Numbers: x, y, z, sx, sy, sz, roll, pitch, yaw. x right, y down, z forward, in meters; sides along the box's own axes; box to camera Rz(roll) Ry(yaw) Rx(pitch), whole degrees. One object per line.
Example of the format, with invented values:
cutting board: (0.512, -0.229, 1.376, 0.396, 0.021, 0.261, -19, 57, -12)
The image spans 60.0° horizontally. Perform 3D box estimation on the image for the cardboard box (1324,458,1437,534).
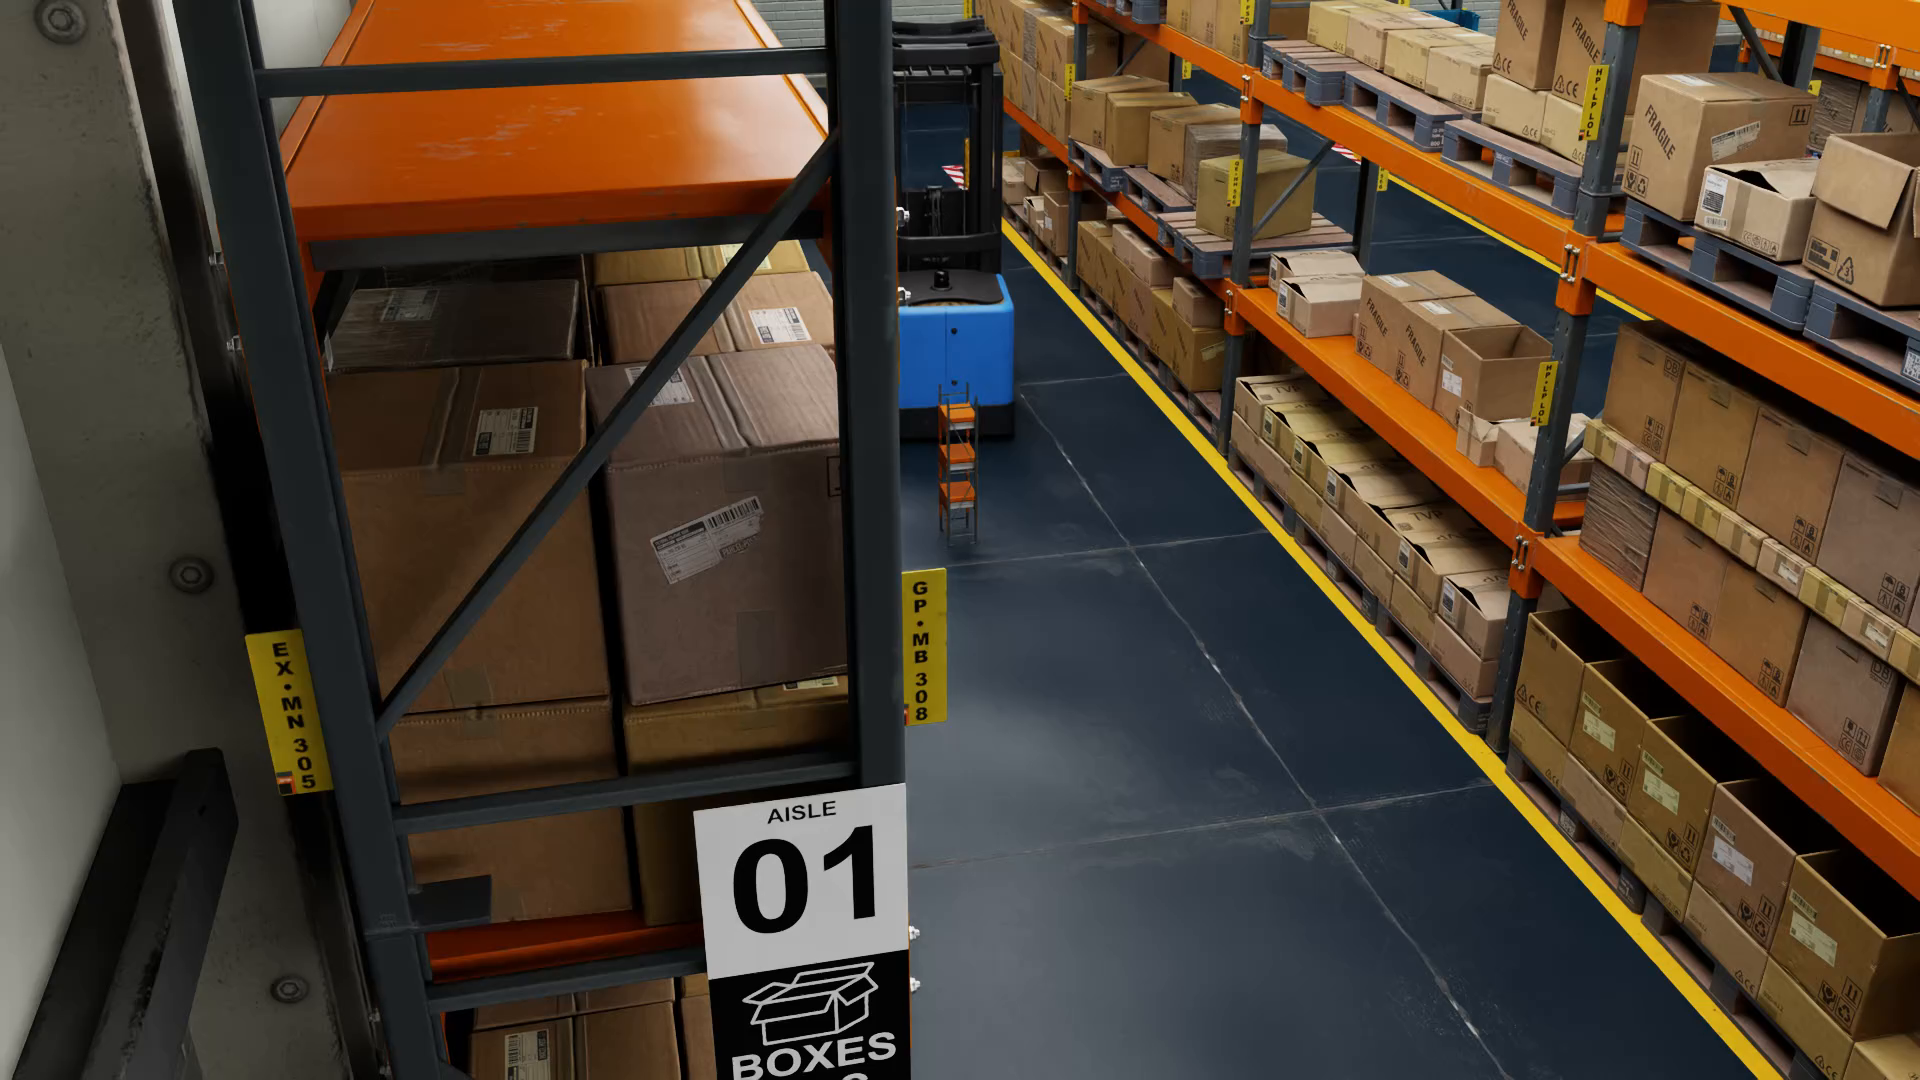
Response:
cardboard box: (2.608, -0.302, 10.329, 0.500, 0.311, 0.500, -6, 27, -12)

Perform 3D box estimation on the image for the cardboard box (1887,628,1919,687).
cardboard box: (3.658, 0.430, 6.084, 0.380, 0.149, 0.250, -5, 27, -10)

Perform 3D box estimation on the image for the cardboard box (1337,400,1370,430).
cardboard box: (2.902, -0.809, 11.333, 0.500, 0.311, 0.500, -6, 27, -12)

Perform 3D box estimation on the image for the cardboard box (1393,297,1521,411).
cardboard box: (2.933, -1.109, 9.855, 0.500, 0.500, 0.500, -6, 27, -12)

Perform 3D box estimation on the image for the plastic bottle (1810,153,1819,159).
plastic bottle: (7.257, -3.157, 14.165, 0.097, 0.271, 0.097, 0, 27, 0)

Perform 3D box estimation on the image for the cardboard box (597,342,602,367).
cardboard box: (-0.783, -0.279, 4.858, 0.500, 0.500, 0.500, -4, 27, -8)

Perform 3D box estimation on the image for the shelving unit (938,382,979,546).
shelving unit: (-0.012, -0.492, 10.906, 0.215, 1.050, 0.252, -6, 27, -12)

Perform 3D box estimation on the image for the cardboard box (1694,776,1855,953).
cardboard box: (3.461, 1.324, 6.897, 0.500, 0.500, 0.500, -6, 27, -12)

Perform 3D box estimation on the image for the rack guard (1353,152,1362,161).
rack guard: (5.426, -4.938, 20.324, 1.175, 0.500, 0.348, -6, 27, -12)

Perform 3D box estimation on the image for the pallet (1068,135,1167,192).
pallet: (1.593, -3.339, 14.596, 1.003, 0.211, 1.213, -6, 27, -12)

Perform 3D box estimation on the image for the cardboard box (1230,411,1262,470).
cardboard box: (2.252, -0.731, 11.801, 0.500, 0.250, 0.500, -6, 27, -12)

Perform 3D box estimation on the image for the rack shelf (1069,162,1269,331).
rack shelf: (1.970, -2.588, 13.693, 1.077, 0.370, 4.000, -6, 27, -12)

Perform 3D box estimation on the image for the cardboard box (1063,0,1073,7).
cardboard box: (1.337, -5.192, 16.834, 0.500, 0.500, 0.500, -5, 27, -10)

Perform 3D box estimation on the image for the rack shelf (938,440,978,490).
rack shelf: (-0.012, -0.483, 10.911, 0.215, 0.259, 0.240, -6, 27, -12)

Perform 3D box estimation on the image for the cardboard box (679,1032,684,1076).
cardboard box: (-1.023, 1.631, 4.680, 0.500, 0.250, 0.500, -5, 27, -10)

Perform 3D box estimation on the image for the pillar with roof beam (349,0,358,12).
pillar with roof beam: (1.239, -3.983, 9.001, 9.100, 9.000, 0.400, -6, 27, -12)

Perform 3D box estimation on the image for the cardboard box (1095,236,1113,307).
cardboard box: (1.522, -2.397, 14.803, 0.500, 0.500, 0.500, -6, 27, -11)

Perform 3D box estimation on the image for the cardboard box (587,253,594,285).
cardboard box: (-0.992, -1.176, 5.526, 0.500, 0.500, 0.500, -4, 27, -9)

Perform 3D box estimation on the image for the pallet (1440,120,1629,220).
pallet: (3.110, -1.914, 8.444, 0.805, 0.209, 1.217, -7, 28, -14)

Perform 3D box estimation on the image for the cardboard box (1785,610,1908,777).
cardboard box: (3.779, 0.551, 6.565, 0.700, 0.500, 0.500, -5, 27, -10)

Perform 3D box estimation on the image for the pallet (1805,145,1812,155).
pallet: (10.526, -4.959, 20.688, 1.003, 0.211, 1.213, -6, 27, -12)

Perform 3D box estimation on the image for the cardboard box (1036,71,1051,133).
cardboard box: (1.039, -4.251, 16.079, 0.500, 0.500, 0.500, -5, 27, -10)

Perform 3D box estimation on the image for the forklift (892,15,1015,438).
forklift: (-0.239, -2.698, 13.188, 1.130, 2.935, 3.031, -2, 27, -5)

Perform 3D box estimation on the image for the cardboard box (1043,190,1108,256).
cardboard box: (1.114, -3.089, 16.173, 0.500, 0.500, 0.500, -6, 27, -12)

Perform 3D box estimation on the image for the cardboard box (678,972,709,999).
cardboard box: (-0.519, 1.251, 4.601, 0.500, 0.500, 0.500, -6, 27, -11)

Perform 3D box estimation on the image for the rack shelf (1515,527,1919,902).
rack shelf: (3.773, 0.924, 6.735, 1.077, 0.370, 4.000, -6, 27, -12)

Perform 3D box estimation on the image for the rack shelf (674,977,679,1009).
rack shelf: (-1.053, 1.429, 5.735, 1.077, 0.370, 4.000, -6, 27, -12)

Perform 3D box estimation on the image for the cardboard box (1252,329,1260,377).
cardboard box: (2.473, -1.569, 13.163, 0.500, 0.500, 0.500, -7, 28, -13)

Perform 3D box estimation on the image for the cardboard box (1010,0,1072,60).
cardboard box: (0.809, -5.140, 16.731, 0.500, 0.500, 0.500, -6, 27, -12)

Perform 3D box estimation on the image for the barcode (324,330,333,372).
barcode: (-1.249, -0.373, 3.291, 0.001, 0.075, 0.075, -6, 27, -12)

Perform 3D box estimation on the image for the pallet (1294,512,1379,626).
pallet: (2.839, 0.114, 10.636, 1.003, 0.211, 1.213, -6, 27, -12)

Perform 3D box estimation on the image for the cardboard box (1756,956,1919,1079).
cardboard box: (3.576, 1.878, 6.632, 0.500, 0.250, 0.500, -6, 27, -12)

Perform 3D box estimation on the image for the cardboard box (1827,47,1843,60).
cardboard box: (10.320, -5.681, 19.303, 0.380, 0.149, 0.250, -6, 27, -12)

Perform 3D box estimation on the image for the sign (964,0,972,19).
sign: (0.089, -5.874, 18.445, 0.100, 0.325, 0.005, -6, 27, -12)

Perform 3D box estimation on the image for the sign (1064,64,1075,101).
sign: (0.992, -4.115, 14.959, 0.100, 0.325, 0.005, -6, 27, -12)

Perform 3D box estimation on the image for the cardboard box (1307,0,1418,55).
cardboard box: (2.577, -3.297, 10.671, 0.500, 0.250, 0.500, -8, 28, -15)

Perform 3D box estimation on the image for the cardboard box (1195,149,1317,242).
cardboard box: (2.169, -2.528, 12.199, 0.700, 0.500, 0.500, -16, 31, -29)

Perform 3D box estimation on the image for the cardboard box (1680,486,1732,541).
cardboard box: (3.371, -0.133, 7.200, 0.380, 0.149, 0.250, -6, 27, -12)

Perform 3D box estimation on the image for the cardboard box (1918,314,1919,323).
cardboard box: (3.582, -0.791, 5.483, 0.500, 0.311, 0.500, -3, 27, -6)

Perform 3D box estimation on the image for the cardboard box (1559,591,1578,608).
cardboard box: (3.471, 0.308, 9.120, 0.500, 0.311, 0.500, -6, 27, -11)

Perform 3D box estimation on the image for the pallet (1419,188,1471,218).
pallet: (5.864, -3.899, 18.587, 1.003, 0.211, 1.213, -6, 27, -12)

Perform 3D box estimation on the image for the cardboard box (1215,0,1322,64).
cardboard box: (2.289, -3.603, 11.465, 0.910, 0.500, 0.500, -6, 27, -12)

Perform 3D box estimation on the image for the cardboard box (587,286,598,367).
cardboard box: (-1.386, -0.466, 5.228, 0.500, 0.500, 0.500, -6, 27, -12)

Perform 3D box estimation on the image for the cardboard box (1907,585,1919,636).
cardboard box: (3.880, 0.176, 5.867, 0.700, 0.500, 0.500, -6, 27, -11)

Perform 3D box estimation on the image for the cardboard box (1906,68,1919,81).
cardboard box: (10.609, -5.118, 18.187, 0.380, 0.149, 0.250, -5, 27, -11)

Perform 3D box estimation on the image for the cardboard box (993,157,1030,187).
cardboard box: (0.576, -4.025, 18.305, 0.500, 0.250, 0.500, -6, 27, -12)

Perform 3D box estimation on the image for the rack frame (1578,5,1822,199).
rack frame: (3.322, -2.953, 6.960, 1.000, 3.000, 0.127, -6, 27, -12)

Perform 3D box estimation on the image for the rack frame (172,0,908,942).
rack frame: (-0.602, -0.692, 2.481, 1.000, 3.000, 0.127, -6, 27, -12)

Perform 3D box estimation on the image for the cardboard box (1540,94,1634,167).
cardboard box: (3.192, -2.006, 8.113, 0.500, 0.250, 0.500, -3, 27, -6)

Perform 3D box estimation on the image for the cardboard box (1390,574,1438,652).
cardboard box: (2.834, 0.390, 9.580, 0.500, 0.250, 0.500, -6, 27, -12)
